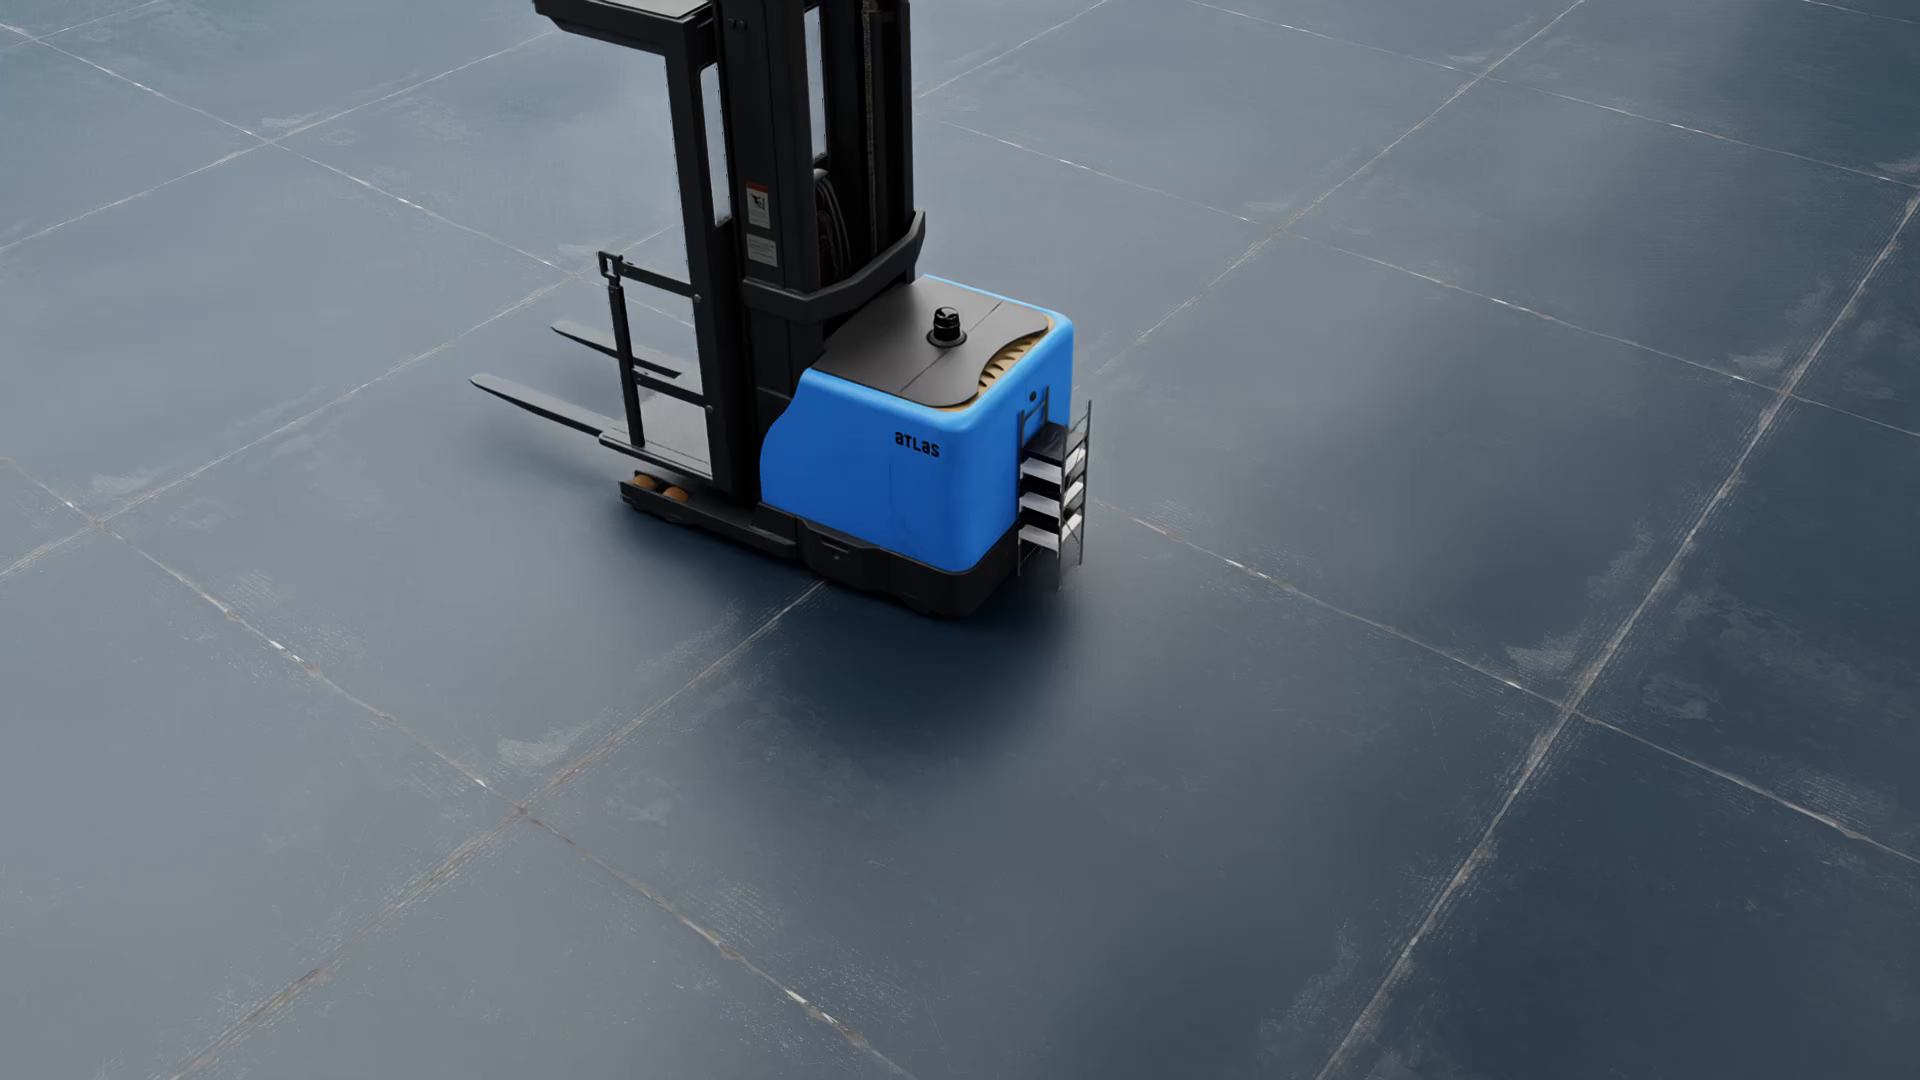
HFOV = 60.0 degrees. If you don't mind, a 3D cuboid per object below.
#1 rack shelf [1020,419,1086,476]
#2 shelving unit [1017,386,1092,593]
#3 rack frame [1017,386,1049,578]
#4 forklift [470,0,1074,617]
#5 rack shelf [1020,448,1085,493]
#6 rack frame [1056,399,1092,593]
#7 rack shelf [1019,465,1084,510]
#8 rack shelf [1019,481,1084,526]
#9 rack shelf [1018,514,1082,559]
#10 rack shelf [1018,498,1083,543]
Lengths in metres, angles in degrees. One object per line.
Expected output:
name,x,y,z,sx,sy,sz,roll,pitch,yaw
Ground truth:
rack shelf,0.408,-0.399,7.145,0.200,0.077,0.258,20,42,24
shelving unit,0.408,-0.212,7.291,0.210,0.900,0.258,20,42,24
rack frame,0.320,-0.244,7.332,0.006,0.900,0.240,20,42,24
forklift,-1.017,-1.493,7.280,3.031,2.935,1.130,20,42,24
rack shelf,0.408,-0.328,7.201,0.200,0.077,0.258,20,42,24
rack frame,0.495,-0.180,7.250,0.006,0.900,0.240,20,42,24
rack shelf,0.408,-0.257,7.256,0.200,0.077,0.258,20,42,24
rack shelf,0.408,-0.186,7.312,0.200,0.077,0.258,20,42,24
rack shelf,0.408,-0.044,7.423,0.200,0.077,0.258,20,42,24
rack shelf,0.408,-0.115,7.367,0.200,0.077,0.258,20,42,24
